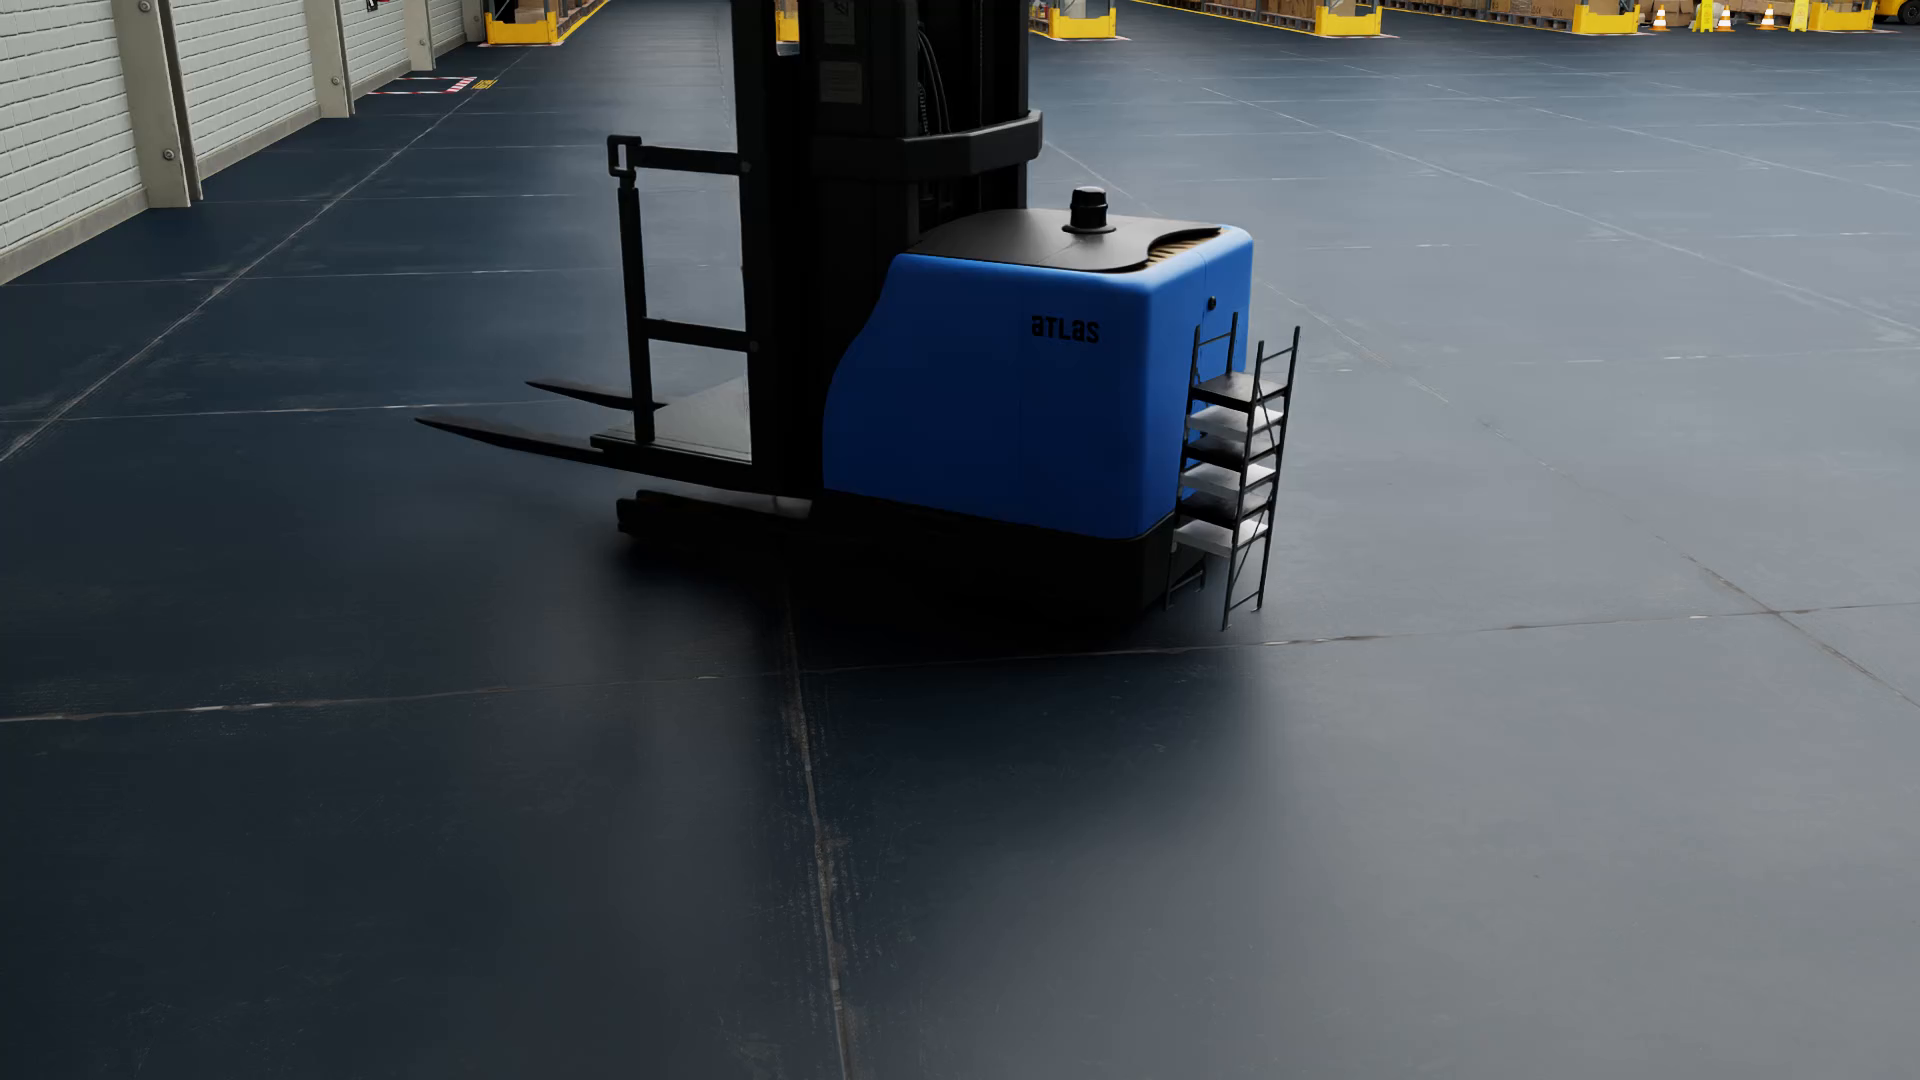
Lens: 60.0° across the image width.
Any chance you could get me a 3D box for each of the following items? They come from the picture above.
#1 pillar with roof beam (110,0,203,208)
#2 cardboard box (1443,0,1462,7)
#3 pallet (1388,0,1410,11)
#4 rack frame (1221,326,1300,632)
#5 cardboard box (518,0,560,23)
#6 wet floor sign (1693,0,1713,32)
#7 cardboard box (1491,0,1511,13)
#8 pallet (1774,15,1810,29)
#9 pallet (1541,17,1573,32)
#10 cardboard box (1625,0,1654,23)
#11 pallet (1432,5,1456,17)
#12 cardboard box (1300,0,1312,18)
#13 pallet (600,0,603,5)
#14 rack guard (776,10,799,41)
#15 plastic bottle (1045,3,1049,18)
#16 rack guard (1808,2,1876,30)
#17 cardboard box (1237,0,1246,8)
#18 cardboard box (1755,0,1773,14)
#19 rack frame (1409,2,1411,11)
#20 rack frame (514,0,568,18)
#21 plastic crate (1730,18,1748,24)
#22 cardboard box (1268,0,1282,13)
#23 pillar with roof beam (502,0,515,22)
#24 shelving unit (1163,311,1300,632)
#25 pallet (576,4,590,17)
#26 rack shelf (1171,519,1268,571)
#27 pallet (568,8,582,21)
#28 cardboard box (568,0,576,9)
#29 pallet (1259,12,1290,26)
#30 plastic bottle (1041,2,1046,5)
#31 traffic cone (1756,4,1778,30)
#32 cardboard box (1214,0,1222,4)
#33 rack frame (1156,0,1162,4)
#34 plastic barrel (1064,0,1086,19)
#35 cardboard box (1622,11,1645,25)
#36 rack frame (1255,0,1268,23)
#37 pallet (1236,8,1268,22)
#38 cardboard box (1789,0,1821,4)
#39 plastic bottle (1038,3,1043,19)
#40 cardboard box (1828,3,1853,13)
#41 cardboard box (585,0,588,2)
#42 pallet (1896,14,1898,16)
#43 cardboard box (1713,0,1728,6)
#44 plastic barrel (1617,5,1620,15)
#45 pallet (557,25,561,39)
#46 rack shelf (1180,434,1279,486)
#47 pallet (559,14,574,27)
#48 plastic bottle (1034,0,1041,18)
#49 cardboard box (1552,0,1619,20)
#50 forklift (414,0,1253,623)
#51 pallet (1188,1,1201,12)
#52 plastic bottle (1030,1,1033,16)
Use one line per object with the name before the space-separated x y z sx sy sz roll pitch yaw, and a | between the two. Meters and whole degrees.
pillar with roof beam | -1.643 -6.964 11.499 9.100 9.000 0.400 -3 21 -8
cardboard box | 11.197 -12.007 36.191 1.050 0.750 0.750 -3 21 -8
pallet | 10.823 -12.668 39.333 1.003 0.211 1.213 -3 21 -8
rack frame | 0.884 -0.172 4.893 0.006 0.900 0.240 19 28 33
cardboard box | -7.690 -9.703 30.351 0.700 0.500 0.500 -4 21 -11
wet floor sign | 14.051 -9.921 31.357 0.267 0.644 0.232 -7 21 -17
cardboard box | 11.532 -11.299 34.118 0.875 0.875 0.875 -3 21 -7
pallet | 16.878 -10.222 32.783 1.003 0.211 1.213 -3 21 -8
pallet | 11.894 -9.901 31.923 1.003 0.211 1.213 -3 21 -8
cardboard box | 14.069 -10.917 34.032 0.797 0.637 0.503 -3 21 -8
pallet | 11.145 -11.699 36.739 1.003 0.211 1.213 -3 21 -8
cardboard box | 6.899 -10.385 32.206 0.500 0.500 0.500 -1 21 -3
pallet | -9.482 -13.509 41.583 1.003 0.211 1.213 -3 21 -8
rack guard | -2.636 -9.041 29.209 1.175 0.500 0.348 -3 21 -8
plastic bottle | 1.661 -10.111 31.753 0.061 0.283 0.133 -3 21 -8
rack guard | 16.960 -10.074 31.974 1.175 0.500 0.348 -3 21 -8
cardboard box | 6.389 -11.712 35.732 0.700 0.500 0.500 -5 21 -12
cardboard box | 16.440 -10.754 33.553 0.500 0.250 0.500 -4 21 -10
rack frame | 10.934 -13.704 38.121 1.000 3.000 0.127 -3 21 -8
rack frame | -8.117 -11.354 31.830 1.000 3.000 0.127 -3 21 -8
plastic crate | 15.809 -10.651 34.119 0.402 0.080 0.583 -11 23 -26
cardboard box | 6.606 -10.989 33.824 0.500 0.500 0.500 -4 21 -9
pillar with roof beam | -5.102 -15.273 33.748 9.100 9.000 0.400 -3 21 -8
shelving unit | 0.803 -0.201 4.949 0.210 0.900 0.258 19 28 33
pallet | -8.733 -11.710 36.767 1.003 0.211 1.213 -3 21 -8
rack shelf | 0.792 -0.004 5.032 0.200 0.077 0.258 19 28 33
pallet | -8.583 -11.162 35.301 1.003 0.211 1.213 -3 21 -8
cardboard box | -8.538 -11.528 35.238 0.700 0.500 0.500 -3 21 -7
pallet | 6.719 -10.567 33.706 1.003 0.211 1.213 -3 21 -8
plastic bottle | 1.624 -10.288 32.237 0.152 0.276 0.135 -3 21 -8
traffic cone | 15.632 -10.114 32.135 0.336 0.463 0.334 -3 21 -8
cardboard box | 6.127 -12.293 37.286 0.700 0.500 0.500 -4 21 -11
rack frame | 5.434 -14.874 41.252 1.000 3.000 0.127 -3 21 -8
plastic barrel | 2.093 -9.724 30.421 0.421 0.512 0.421 0 20 0
cardboard box | 13.581 -10.536 33.546 0.396 0.266 0.258 1 20 2
rack frame | 6.588 -12.104 33.836 1.000 3.000 0.127 -3 21 -8
pallet | 6.474 -11.067 35.046 1.003 0.211 1.213 -3 21 -8
cardboard box | 16.597 -10.743 32.450 0.500 0.500 0.500 -3 21 -7
plastic bottle | 1.530 -10.056 31.607 0.061 0.283 0.133 -2 21 -6
cardboard box | 17.128 -10.421 32.659 0.500 0.250 0.500 -3 21 -8
cardboard box | -8.790 -12.494 37.353 0.750 0.750 0.750 -3 21 -8
pallet | 21.161 -11.802 37.014 1.003 0.211 1.213 -3 21 -8
cardboard box | 16.212 -11.295 34.999 0.500 0.250 0.500 -4 21 -10
plastic barrel | 13.192 -10.797 34.019 0.512 0.421 0.421 12 24 30
pallet | -7.634 -8.973 29.438 1.003 0.211 1.213 -3 21 -8
rack shelf | 0.806 -0.253 4.927 0.200 0.077 0.258 19 28 33
pallet | -8.231 -10.318 33.039 1.003 0.211 1.213 -3 21 -8
plastic bottle | 1.507 -10.242 32.008 0.144 0.351 0.185 -2 21 -6
cardboard box | 11.924 -10.367 31.622 0.875 0.875 0.875 -3 21 -7
forklift | -0.587 -1.477 5.482 3.031 2.935 1.130 11 23 27
pallet | 5.972 -12.459 38.773 1.003 0.211 1.213 -3 21 -8
plastic bottle | 1.402 -10.363 32.428 0.061 0.283 0.133 -2 21 -5
